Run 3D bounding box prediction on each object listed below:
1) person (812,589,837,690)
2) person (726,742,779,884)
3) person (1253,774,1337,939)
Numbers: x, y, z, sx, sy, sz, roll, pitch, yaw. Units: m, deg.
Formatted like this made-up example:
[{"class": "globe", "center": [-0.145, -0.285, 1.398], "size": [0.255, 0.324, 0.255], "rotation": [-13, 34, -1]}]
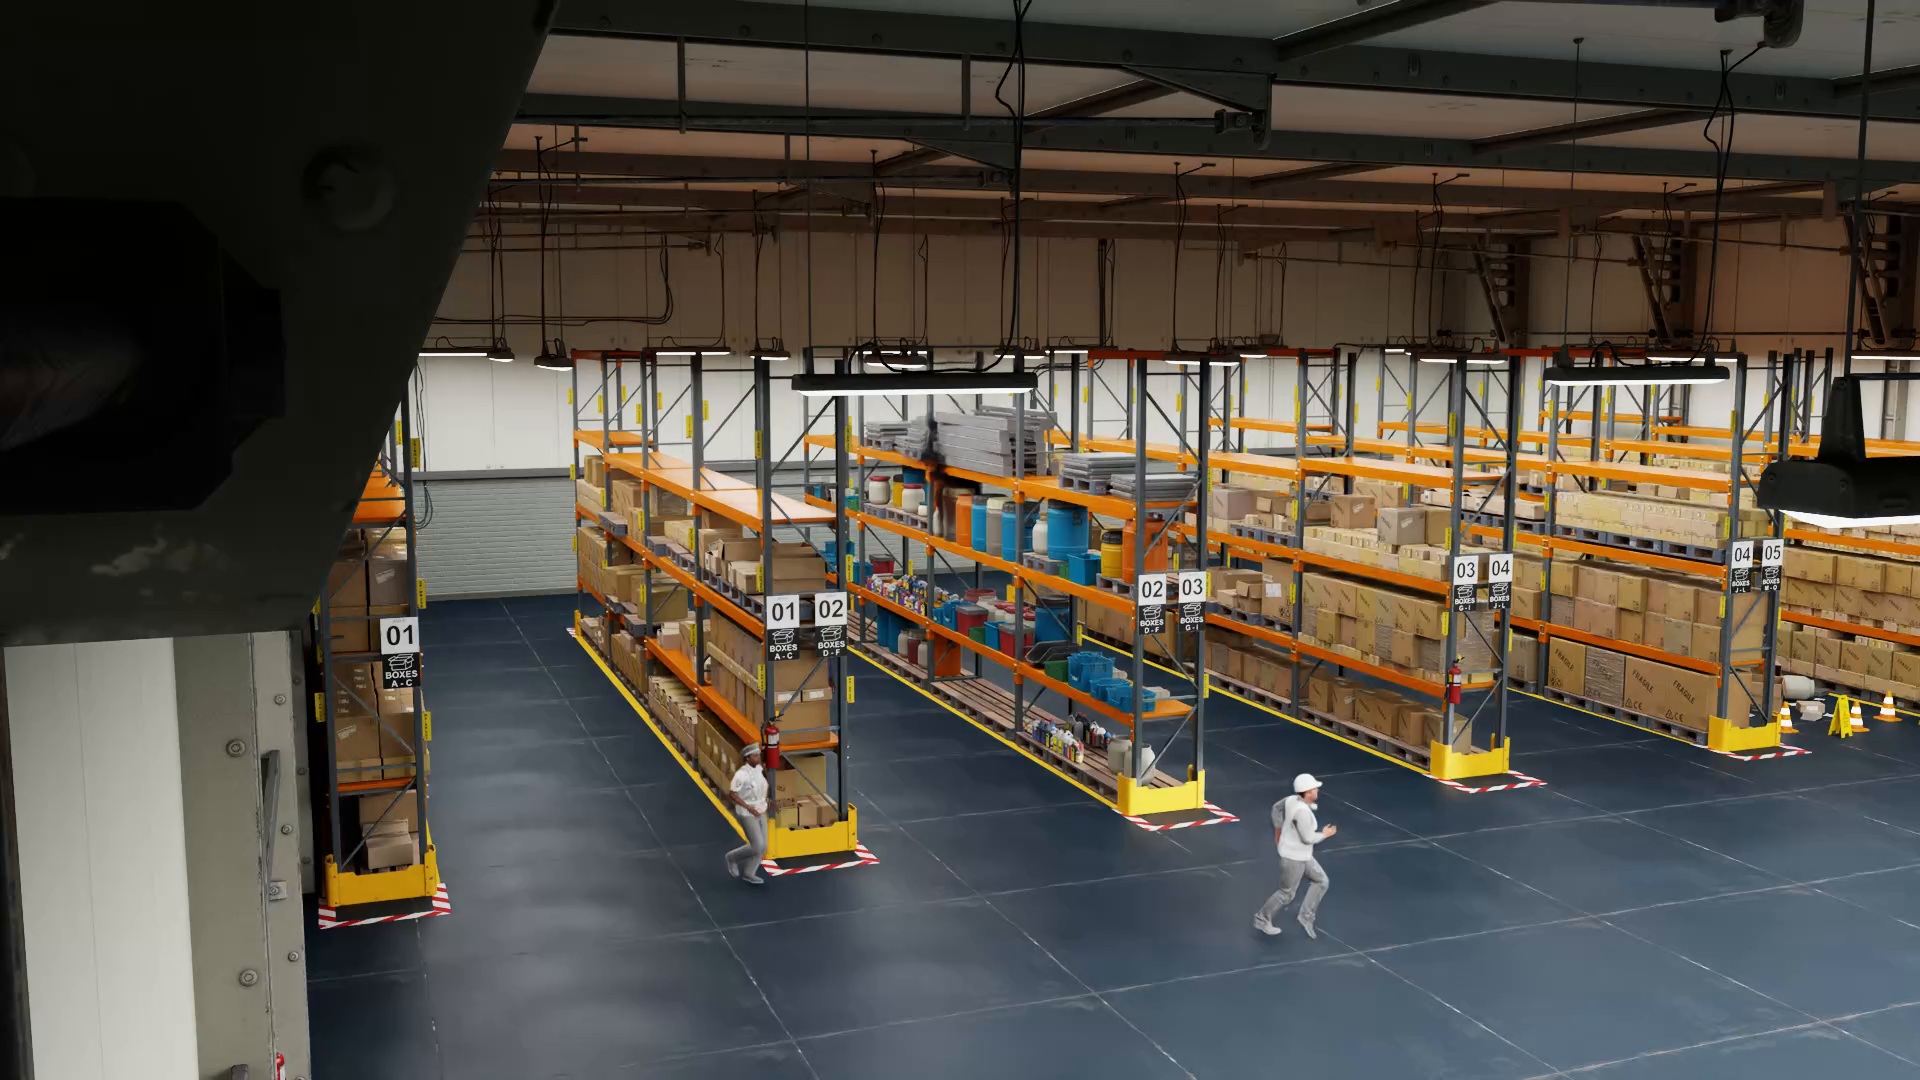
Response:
[{"class": "person", "center": [-2.264, 1.689, 28.464], "size": [0.601, 1.667, 0.854], "rotation": [-5, 8, -33]}, {"class": "person", "center": [-2.408, 3.134, 19.178], "size": [0.549, 1.653, 0.558], "rotation": [4, 8, 27]}, {"class": "person", "center": [3.499, 3.308, 17.365], "size": [0.827, 1.790, 0.680], "rotation": [1, 7, 6]}]
